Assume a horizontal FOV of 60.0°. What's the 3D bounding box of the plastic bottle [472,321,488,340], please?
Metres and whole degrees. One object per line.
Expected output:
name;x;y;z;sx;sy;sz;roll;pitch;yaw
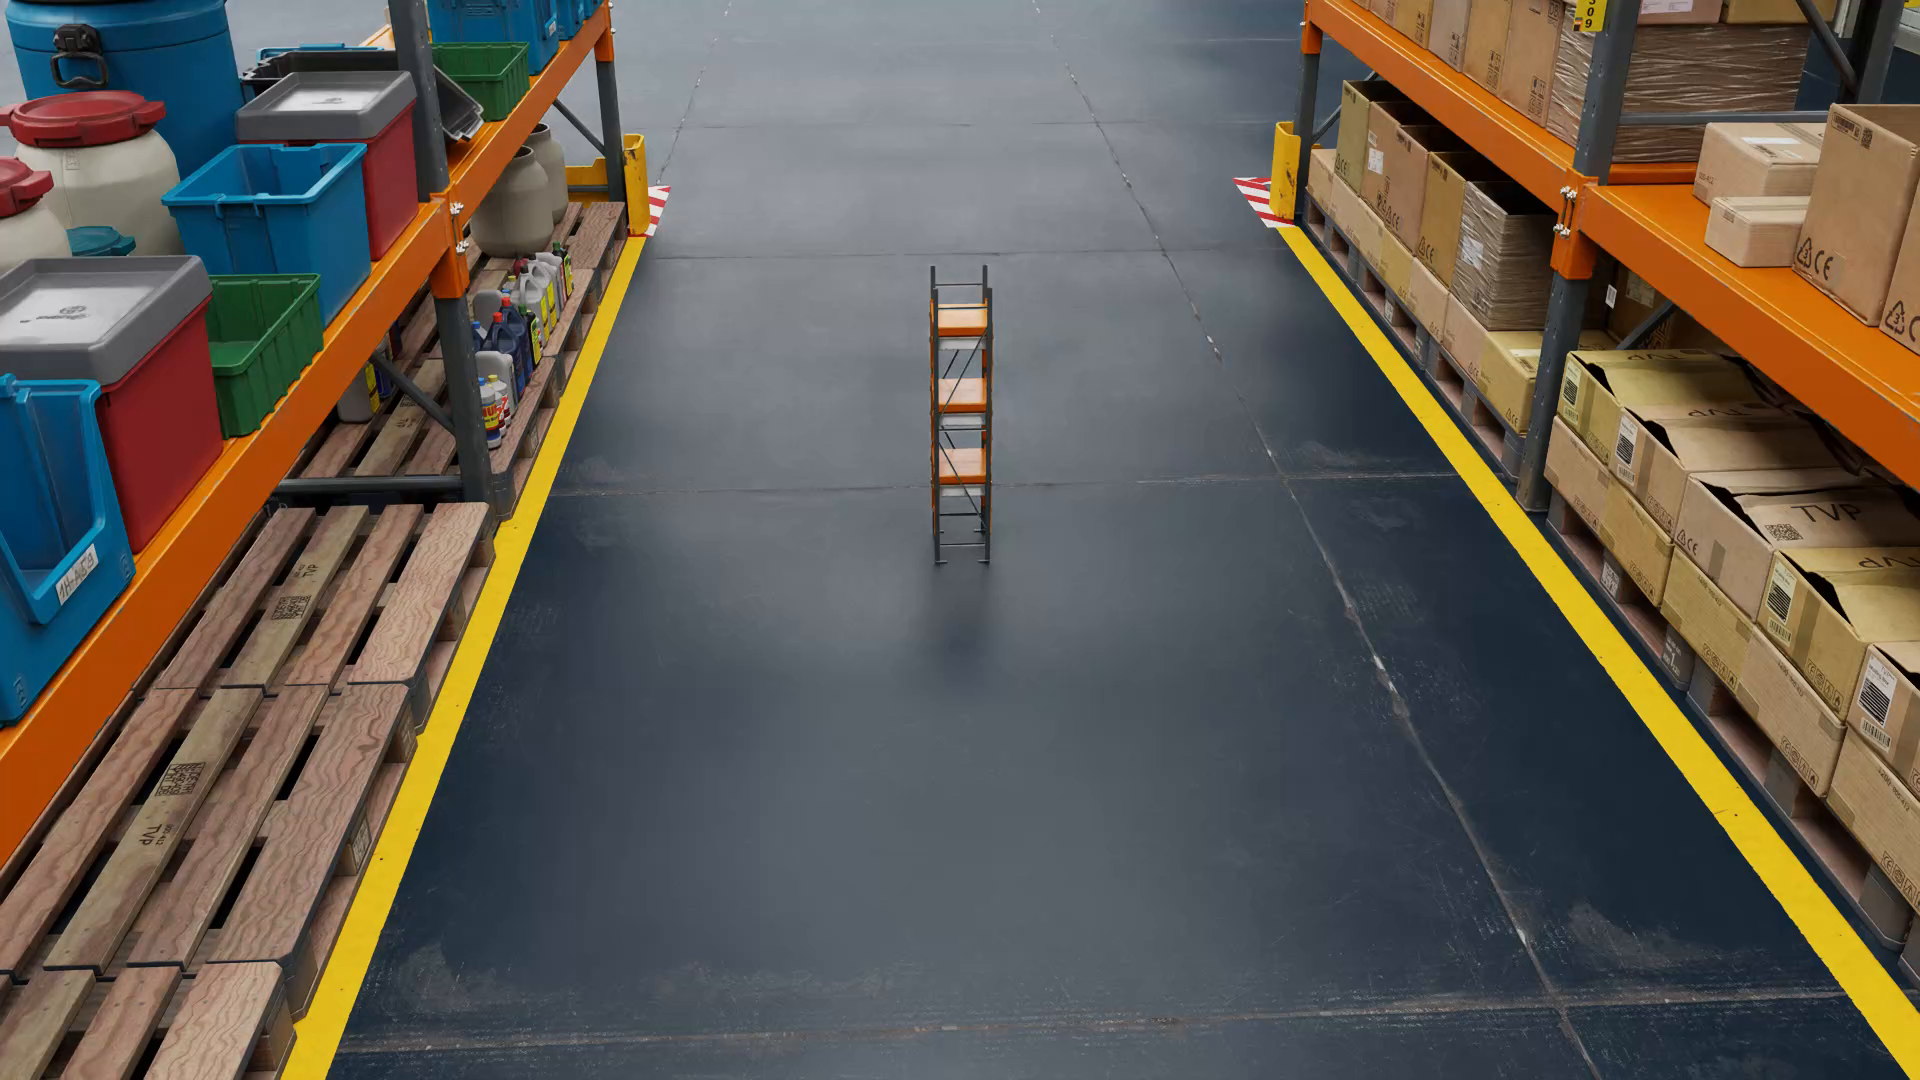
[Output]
plastic bottle;-2.016;-0.785;6.985;0.097;0.271;0.097;0;28;0

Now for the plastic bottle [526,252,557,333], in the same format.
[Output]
plastic bottle;-1.929;-1.125;7.553;0.144;0.351;0.185;0;28;-1

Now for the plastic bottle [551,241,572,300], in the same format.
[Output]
plastic bottle;-1.911;-1.299;7.959;0.061;0.283;0.133;-1;28;-1

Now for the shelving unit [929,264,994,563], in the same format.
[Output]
shelving unit;0.003;-0.441;5.960;0.215;1.050;0.252;-1;28;-3

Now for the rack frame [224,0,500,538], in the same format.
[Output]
rack frame;-2.260;-1.352;5.600;1.000;3.000;0.127;-1;28;-3

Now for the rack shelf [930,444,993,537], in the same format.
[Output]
rack shelf;0.003;-0.185;6.093;0.215;0.259;0.240;-1;28;-3

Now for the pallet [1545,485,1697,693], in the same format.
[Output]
pallet;2.764;0.105;5.820;1.003;0.211;1.213;-1;28;-3

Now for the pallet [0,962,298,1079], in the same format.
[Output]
pallet;-2.053;1.372;3.390;1.003;0.211;1.213;-1;28;-3

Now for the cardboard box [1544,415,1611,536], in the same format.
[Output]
cardboard box;2.461;-0.245;5.996;0.500;0.250;0.500;-2;28;-4

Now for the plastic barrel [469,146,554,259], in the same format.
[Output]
plastic barrel;-2.332;-1.749;8.596;0.421;0.512;0.421;0;28;0

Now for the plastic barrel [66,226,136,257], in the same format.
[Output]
plastic barrel;-2.344;-0.676;4.452;0.301;0.262;0.301;0;28;0

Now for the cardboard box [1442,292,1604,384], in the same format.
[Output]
cardboard box;2.428;-0.877;7.208;0.500;0.250;0.500;-1;28;-3

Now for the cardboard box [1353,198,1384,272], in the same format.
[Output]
cardboard box;2.339;-1.570;8.536;0.500;0.250;0.500;-1;28;-3

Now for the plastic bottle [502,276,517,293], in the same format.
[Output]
plastic bottle;-2.065;-1.124;7.711;0.097;0.201;0.097;0;28;0

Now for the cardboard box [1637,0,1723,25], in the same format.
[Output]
cardboard box;2.459;-1.923;5.883;0.380;0.149;0.250;-1;28;-3

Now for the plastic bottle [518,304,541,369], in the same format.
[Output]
plastic bottle;-1.864;-0.890;7.175;0.061;0.283;0.133;0;28;0

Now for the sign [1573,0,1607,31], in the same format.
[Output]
sign;2.133;-1.875;5.580;0.100;0.325;0.005;-1;28;-3

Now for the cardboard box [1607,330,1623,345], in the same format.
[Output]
cardboard box;2.966;-0.659;6.789;0.500;0.250;0.500;-1;28;-3

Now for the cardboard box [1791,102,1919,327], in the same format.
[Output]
cardboard box;2.738;-0.916;4.655;0.500;0.500;0.500;1;28;1

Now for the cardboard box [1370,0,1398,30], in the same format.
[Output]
cardboard box;2.522;-2.904;8.465;0.700;0.500;0.500;-1;28;-1

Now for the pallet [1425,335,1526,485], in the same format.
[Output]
pallet;2.687;-0.602;7.176;1.003;0.211;1.213;-1;28;-3

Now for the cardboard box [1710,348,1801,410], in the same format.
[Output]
cardboard box;2.994;-0.506;5.889;0.500;0.311;0.500;-1;28;-3

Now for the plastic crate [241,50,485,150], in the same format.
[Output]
plastic crate;-2.160;-1.570;6.083;0.767;0.338;0.504;-1;28;-3

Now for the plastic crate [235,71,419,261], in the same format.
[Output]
plastic crate;-1.929;-1.165;5.170;0.402;0.464;0.583;-1;28;-3

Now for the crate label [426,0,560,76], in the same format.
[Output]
crate label;-2.102;-2.372;7.516;0.502;0.435;0.616;-1;28;-3

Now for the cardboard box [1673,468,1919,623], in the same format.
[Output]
cardboard box;2.509;-0.019;4.955;0.500;0.311;0.500;-2;28;-4

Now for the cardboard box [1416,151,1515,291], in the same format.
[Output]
cardboard box;2.400;-1.441;7.477;0.500;0.500;0.500;-1;28;-3

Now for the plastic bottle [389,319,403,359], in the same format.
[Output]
plastic bottle;-2.506;-0.949;7.288;0.061;0.283;0.133;-1;28;-3

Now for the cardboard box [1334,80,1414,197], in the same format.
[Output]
cardboard box;2.312;-2.133;8.805;0.500;0.500;0.500;-1;28;-3

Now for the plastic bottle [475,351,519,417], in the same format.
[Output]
plastic bottle;-1.883;-0.646;6.715;0.152;0.276;0.135;0;28;-1

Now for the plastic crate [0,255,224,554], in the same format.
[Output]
plastic crate;-1.830;-0.287;3.488;0.402;0.464;0.583;-1;28;-3

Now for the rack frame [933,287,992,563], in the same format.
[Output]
rack frame;0.009;-0.384;5.852;0.200;1.050;0.008;-1;28;-3

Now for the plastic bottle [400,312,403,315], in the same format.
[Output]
plastic bottle;-2.667;-1.182;7.747;0.097;0.271;0.097;0;28;0

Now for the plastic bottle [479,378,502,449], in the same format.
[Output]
plastic bottle;-1.839;-0.496;6.431;0.097;0.271;0.097;0;28;0

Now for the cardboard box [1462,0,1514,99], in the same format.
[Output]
cardboard box;2.601;-2.195;7.106;0.700;0.500;0.500;-1;28;-2

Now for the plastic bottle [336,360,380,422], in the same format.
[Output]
plastic bottle;-2.437;-0.667;6.674;0.144;0.351;0.185;-1;28;-3

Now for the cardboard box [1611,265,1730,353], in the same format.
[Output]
cardboard box;2.975;-0.992;6.616;0.500;0.500;0.500;-1;28;-3

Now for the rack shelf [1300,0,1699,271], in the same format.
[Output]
rack shelf;2.583;-2.075;7.763;1.077;0.370;4.000;-1;28;-3

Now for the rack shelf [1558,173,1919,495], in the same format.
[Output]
rack shelf;2.791;-0.228;4.221;1.077;0.370;4.000;-1;28;-3

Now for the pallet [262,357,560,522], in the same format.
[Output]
pallet;-2.253;-0.427;6.841;1.003;0.211;1.213;-1;28;-3

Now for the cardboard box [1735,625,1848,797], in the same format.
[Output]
cardboard box;2.541;0.465;4.634;0.500;0.250;0.500;-1;28;-2
